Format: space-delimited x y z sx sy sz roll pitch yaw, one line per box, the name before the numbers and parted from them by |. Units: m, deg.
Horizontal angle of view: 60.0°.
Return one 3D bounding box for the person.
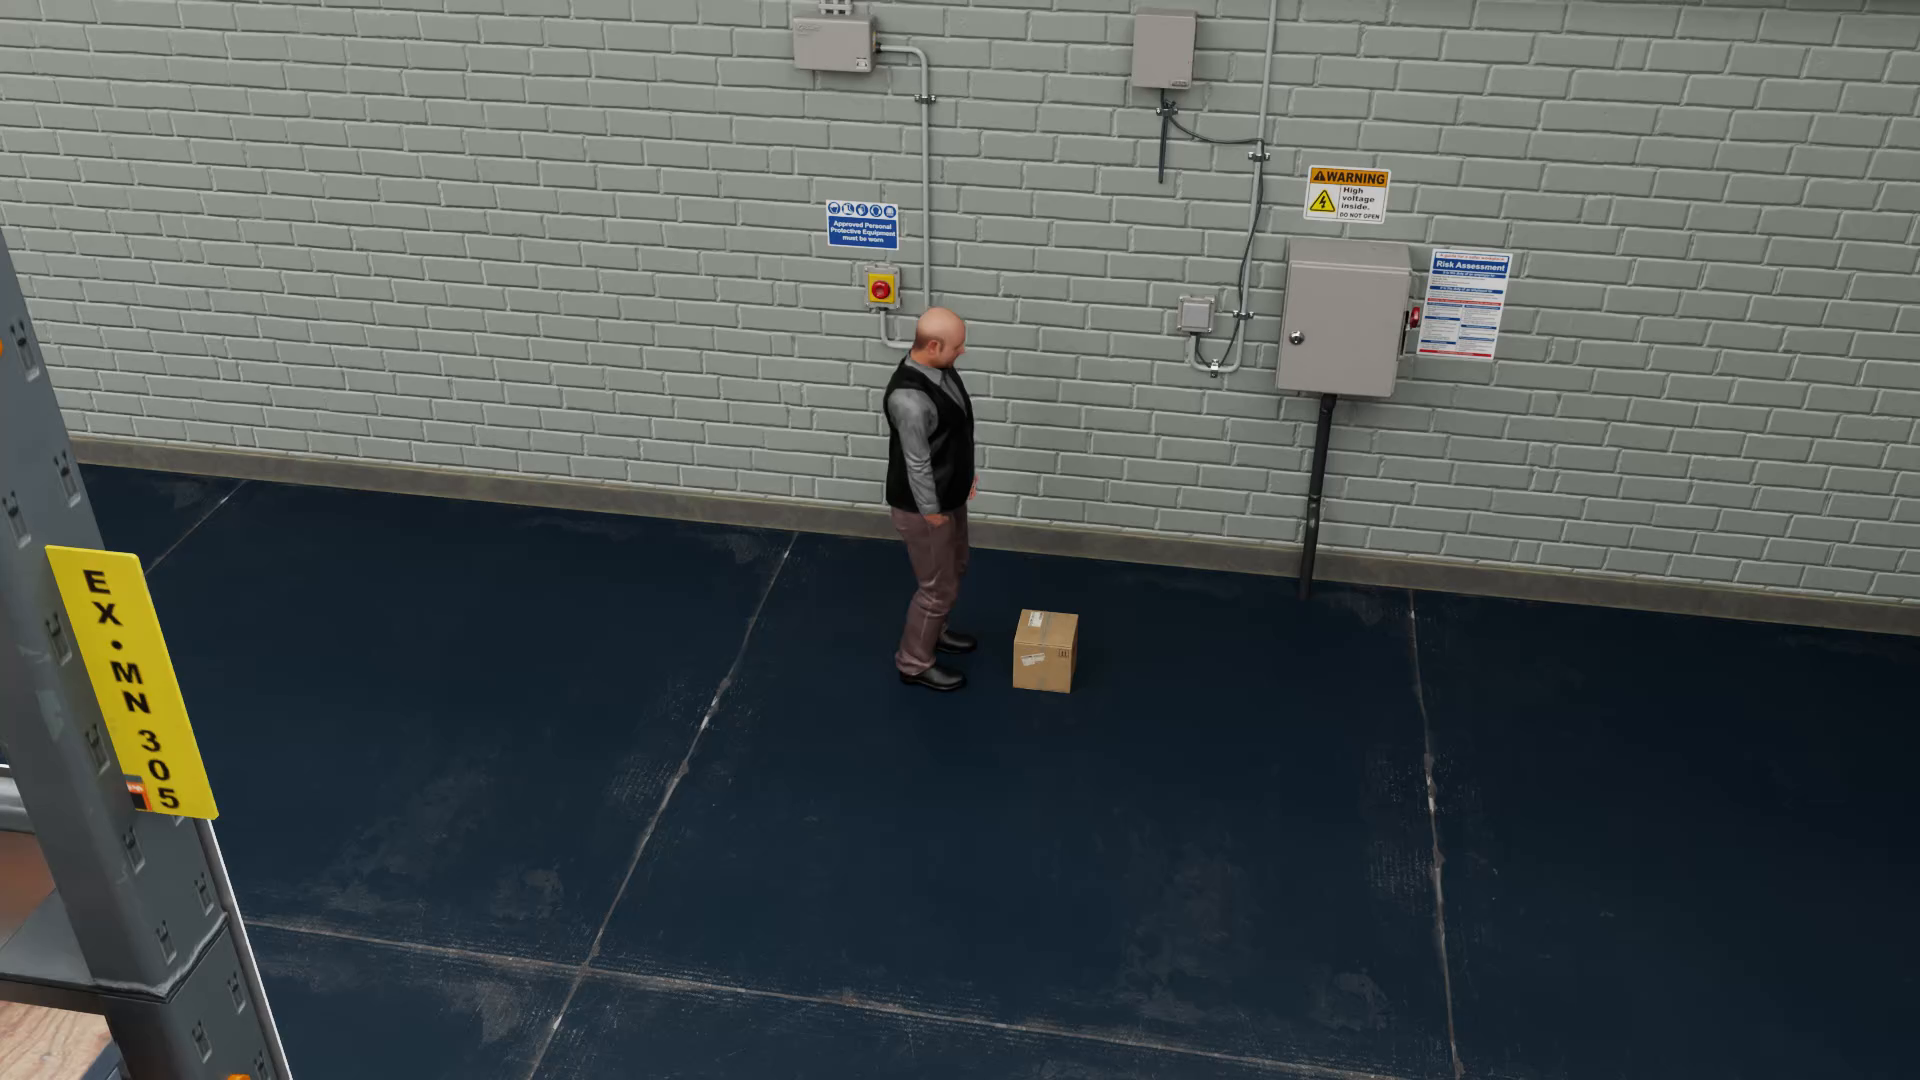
person | -0.116 -0.187 6.976 0.354 1.708 0.538 6 33 9
